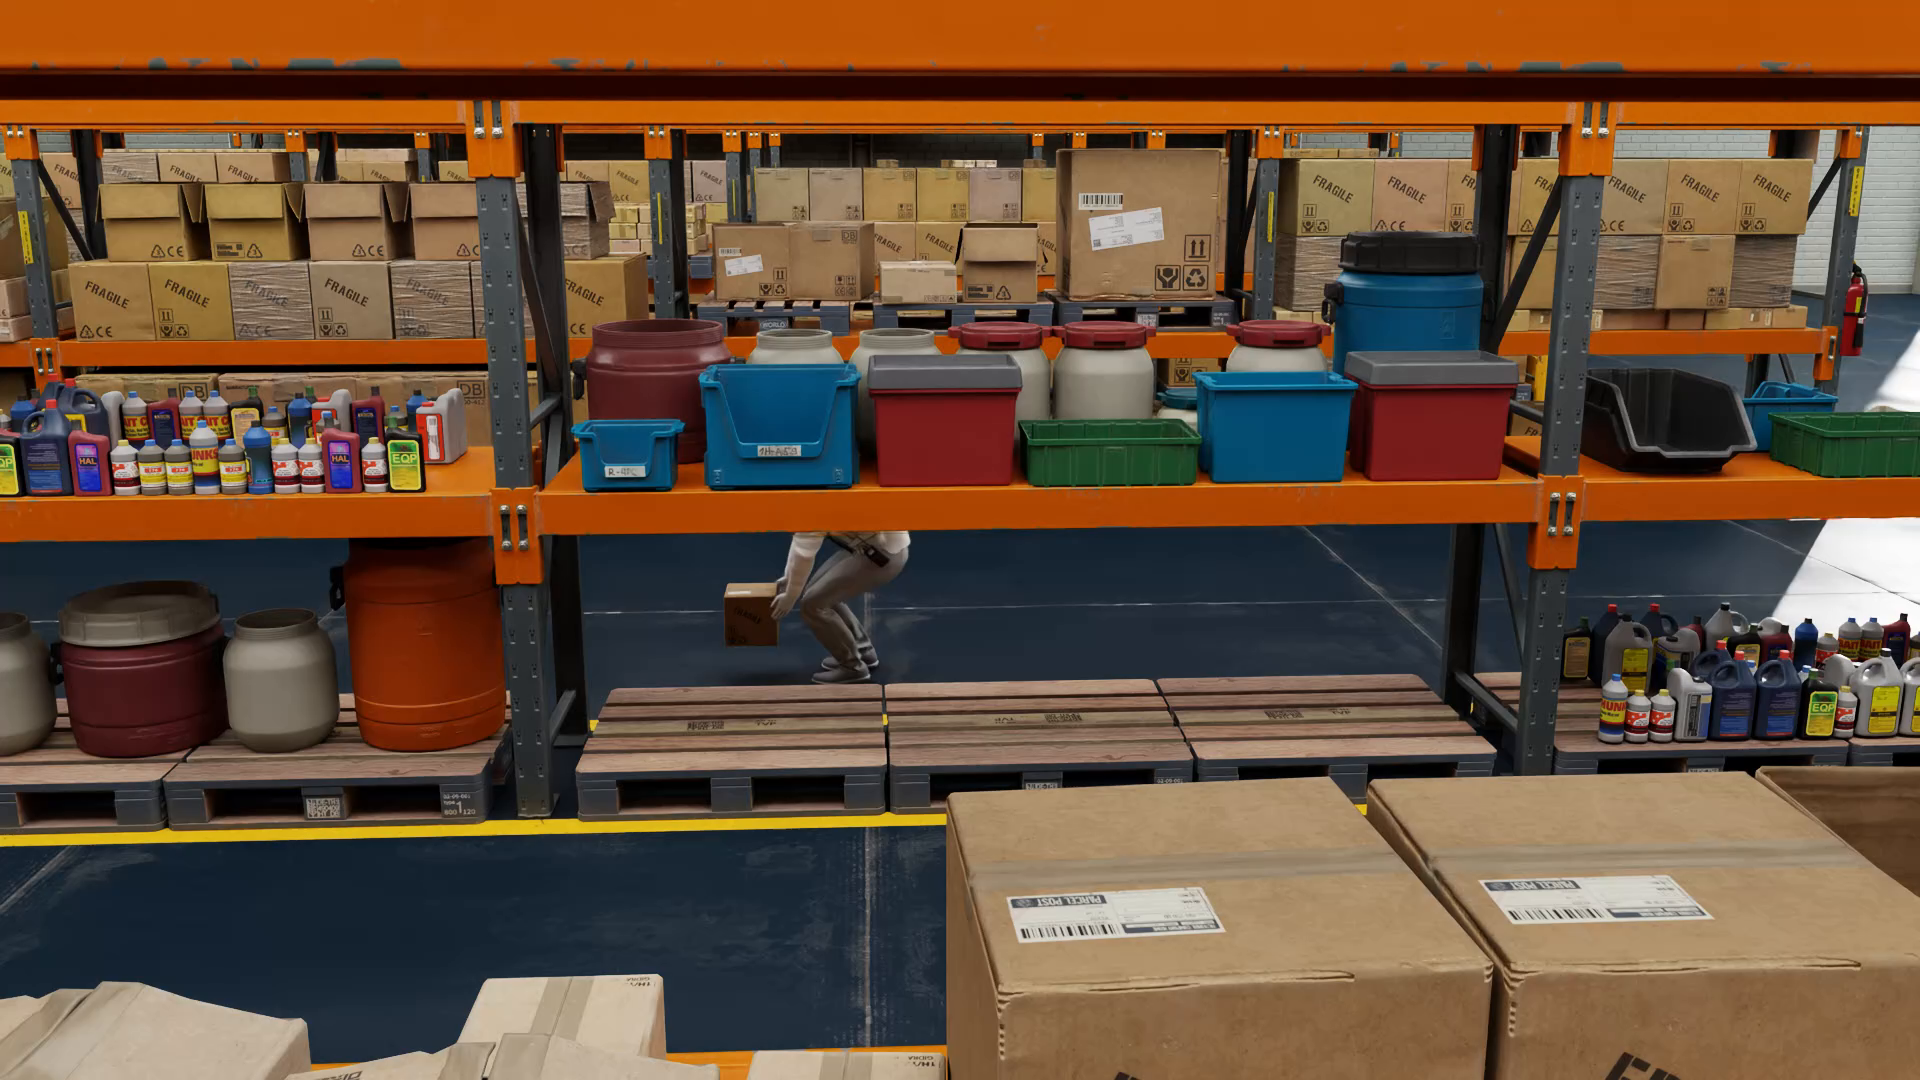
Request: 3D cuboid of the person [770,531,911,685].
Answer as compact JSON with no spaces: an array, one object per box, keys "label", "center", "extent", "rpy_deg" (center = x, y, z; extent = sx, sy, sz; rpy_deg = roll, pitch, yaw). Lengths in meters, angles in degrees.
[{"label":"person","center":[-0.628,0.097,8.063],"extent":[0.780,1.213,0.527],"rpy_deg":[-1,14,-3]}]
